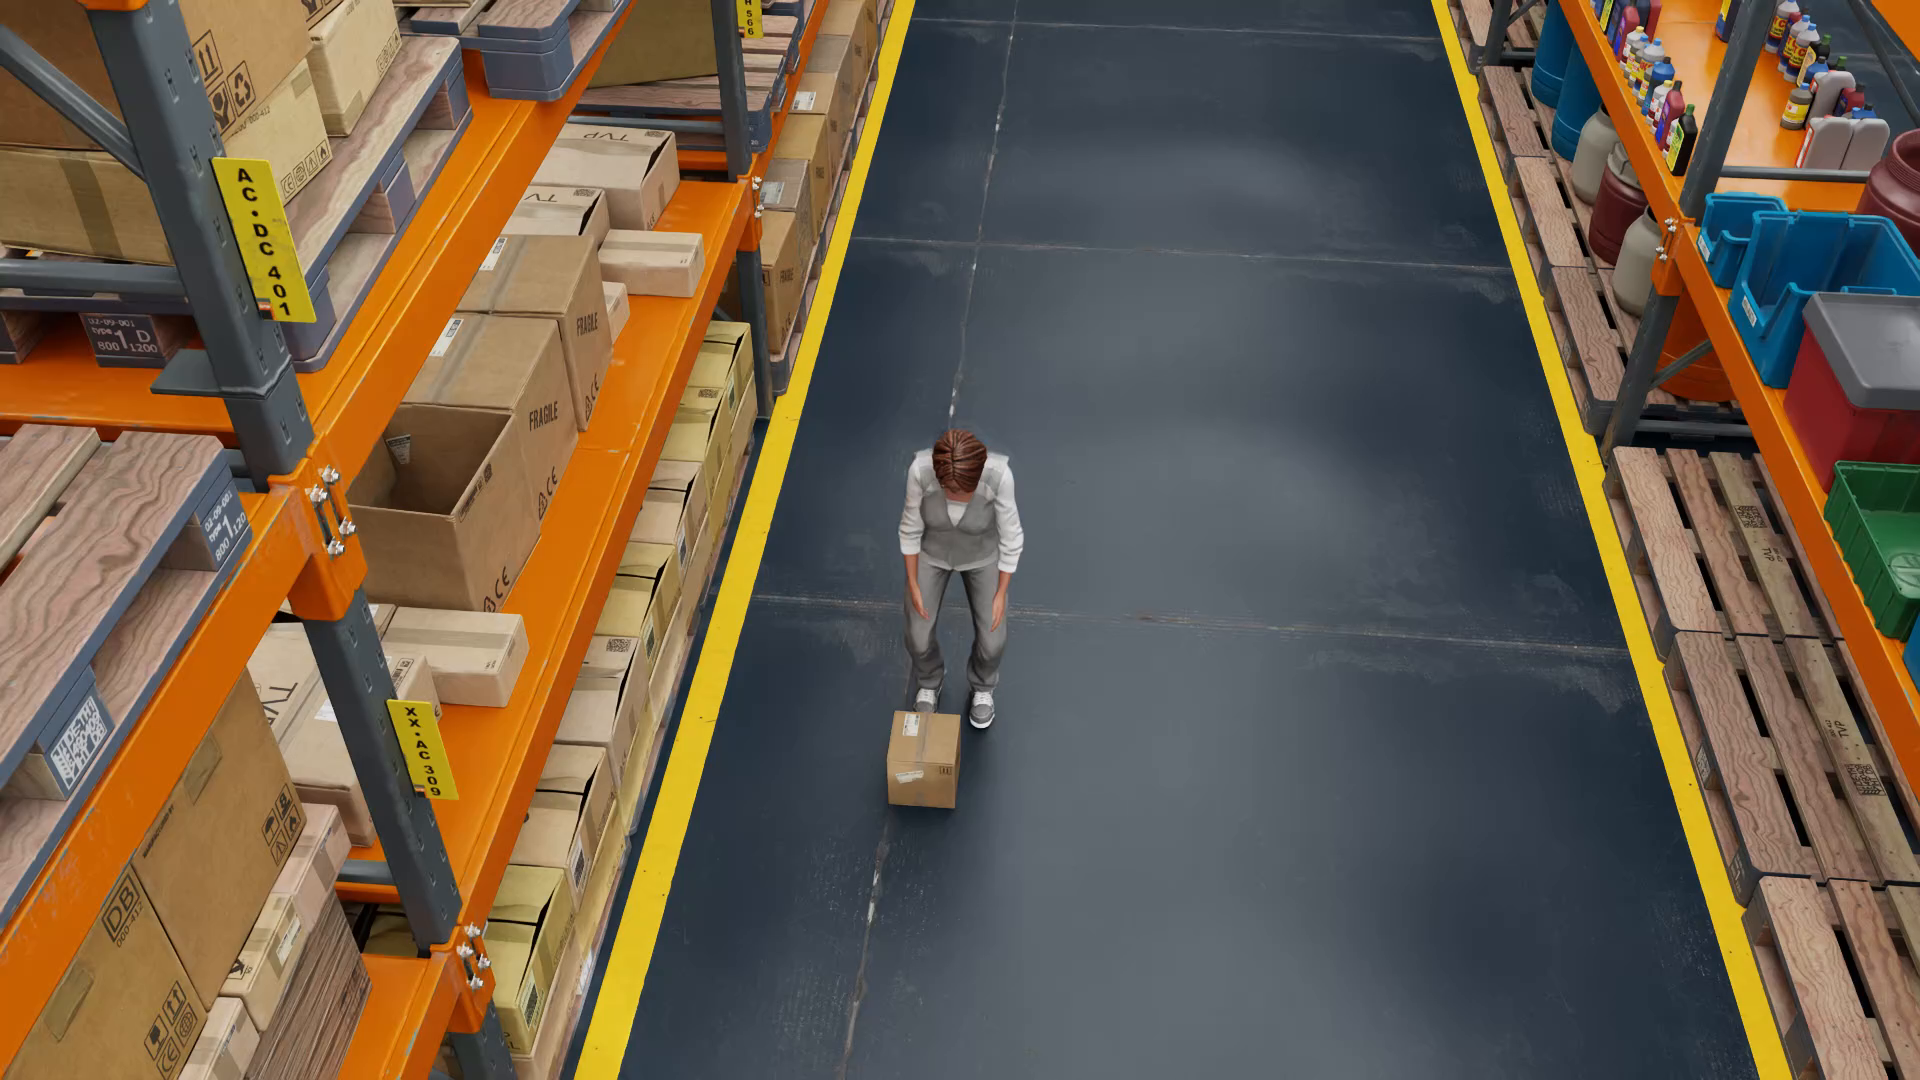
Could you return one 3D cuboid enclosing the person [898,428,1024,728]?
[{"bbox_3d":[0.009,0.114,6.143,0.451,1.464,0.518,4,41,5],"label":"person"}]
